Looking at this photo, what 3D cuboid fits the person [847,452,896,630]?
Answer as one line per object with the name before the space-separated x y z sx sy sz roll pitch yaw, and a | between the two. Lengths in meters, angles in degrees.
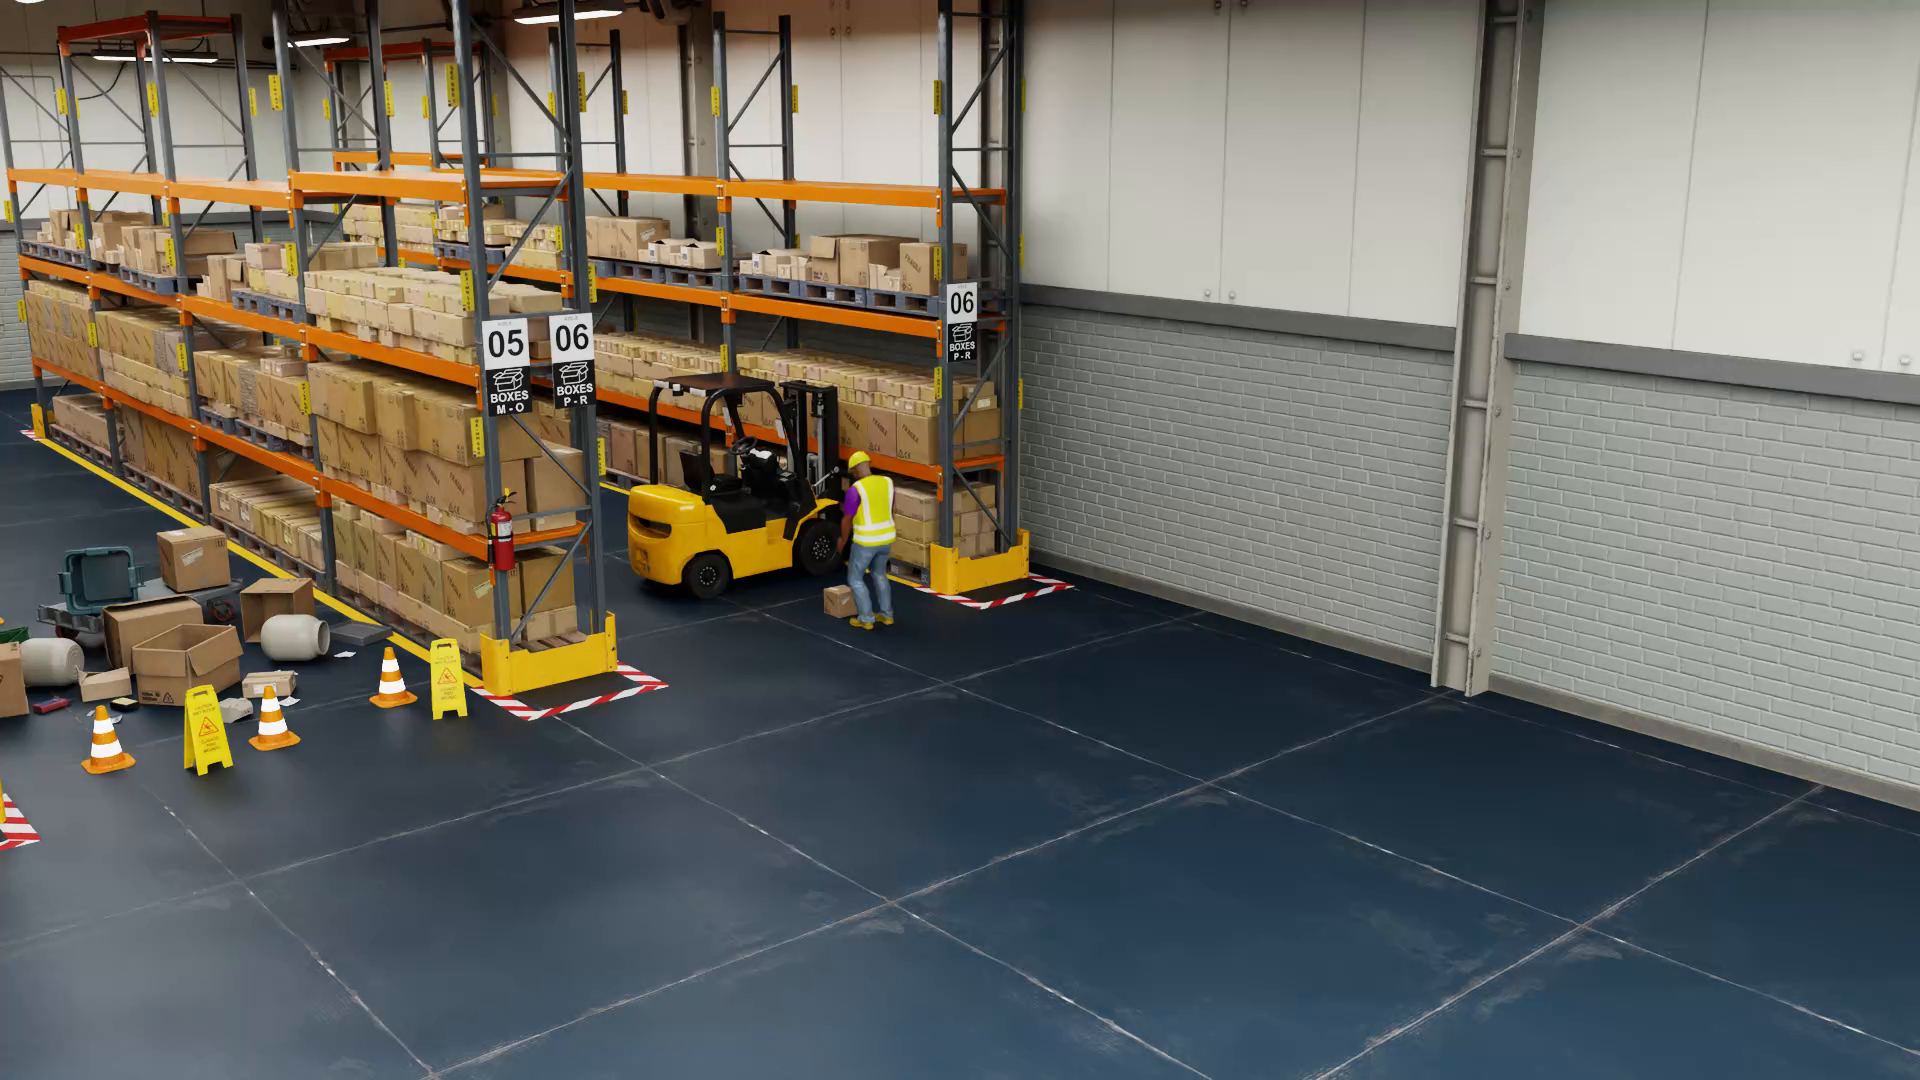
person | -0.885 -0.003 16.093 0.454 1.707 0.471 -11 18 -38
